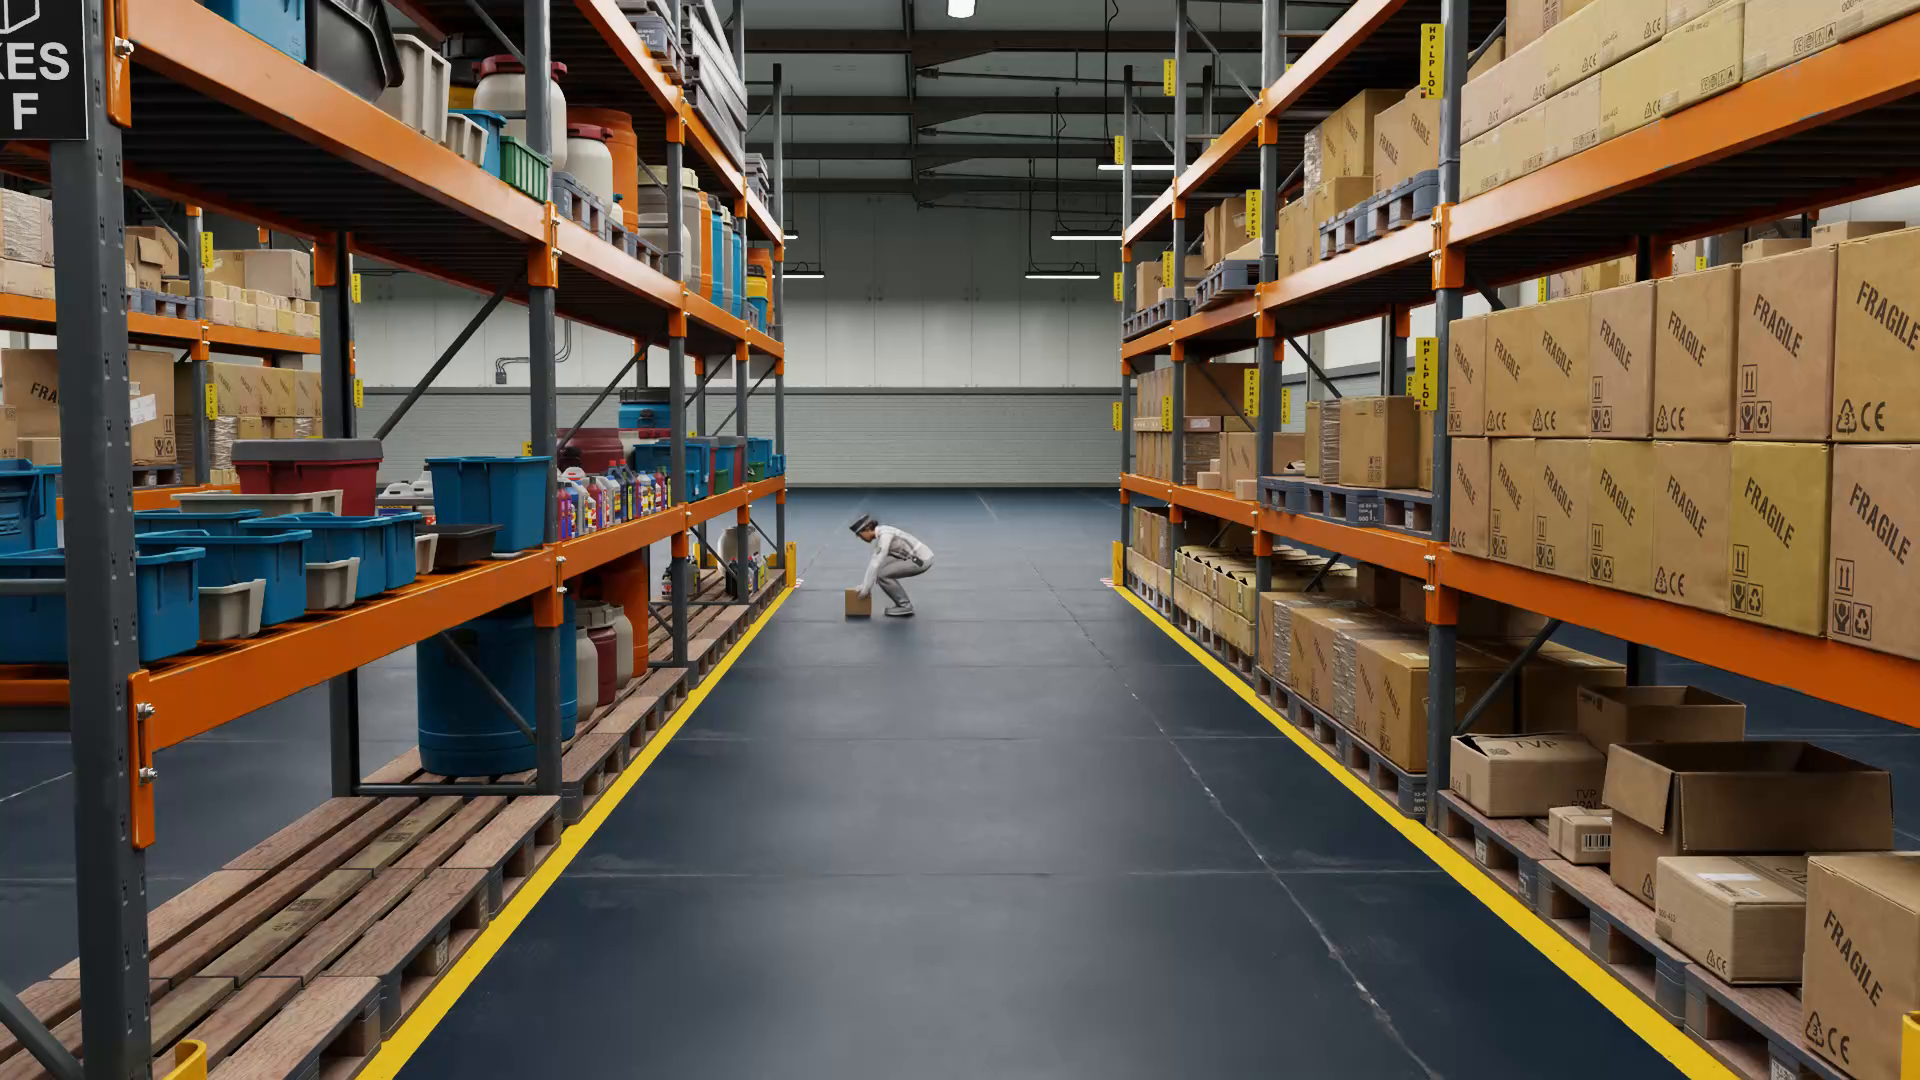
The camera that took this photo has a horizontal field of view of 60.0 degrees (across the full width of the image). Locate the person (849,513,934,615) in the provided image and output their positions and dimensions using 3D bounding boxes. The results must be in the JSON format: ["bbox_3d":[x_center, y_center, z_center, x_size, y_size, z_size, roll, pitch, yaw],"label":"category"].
[{"bbox_3d":[-0.678,0.237,16.407,0.840,1.006,0.493,0,4,-2],"label":"person"}]
